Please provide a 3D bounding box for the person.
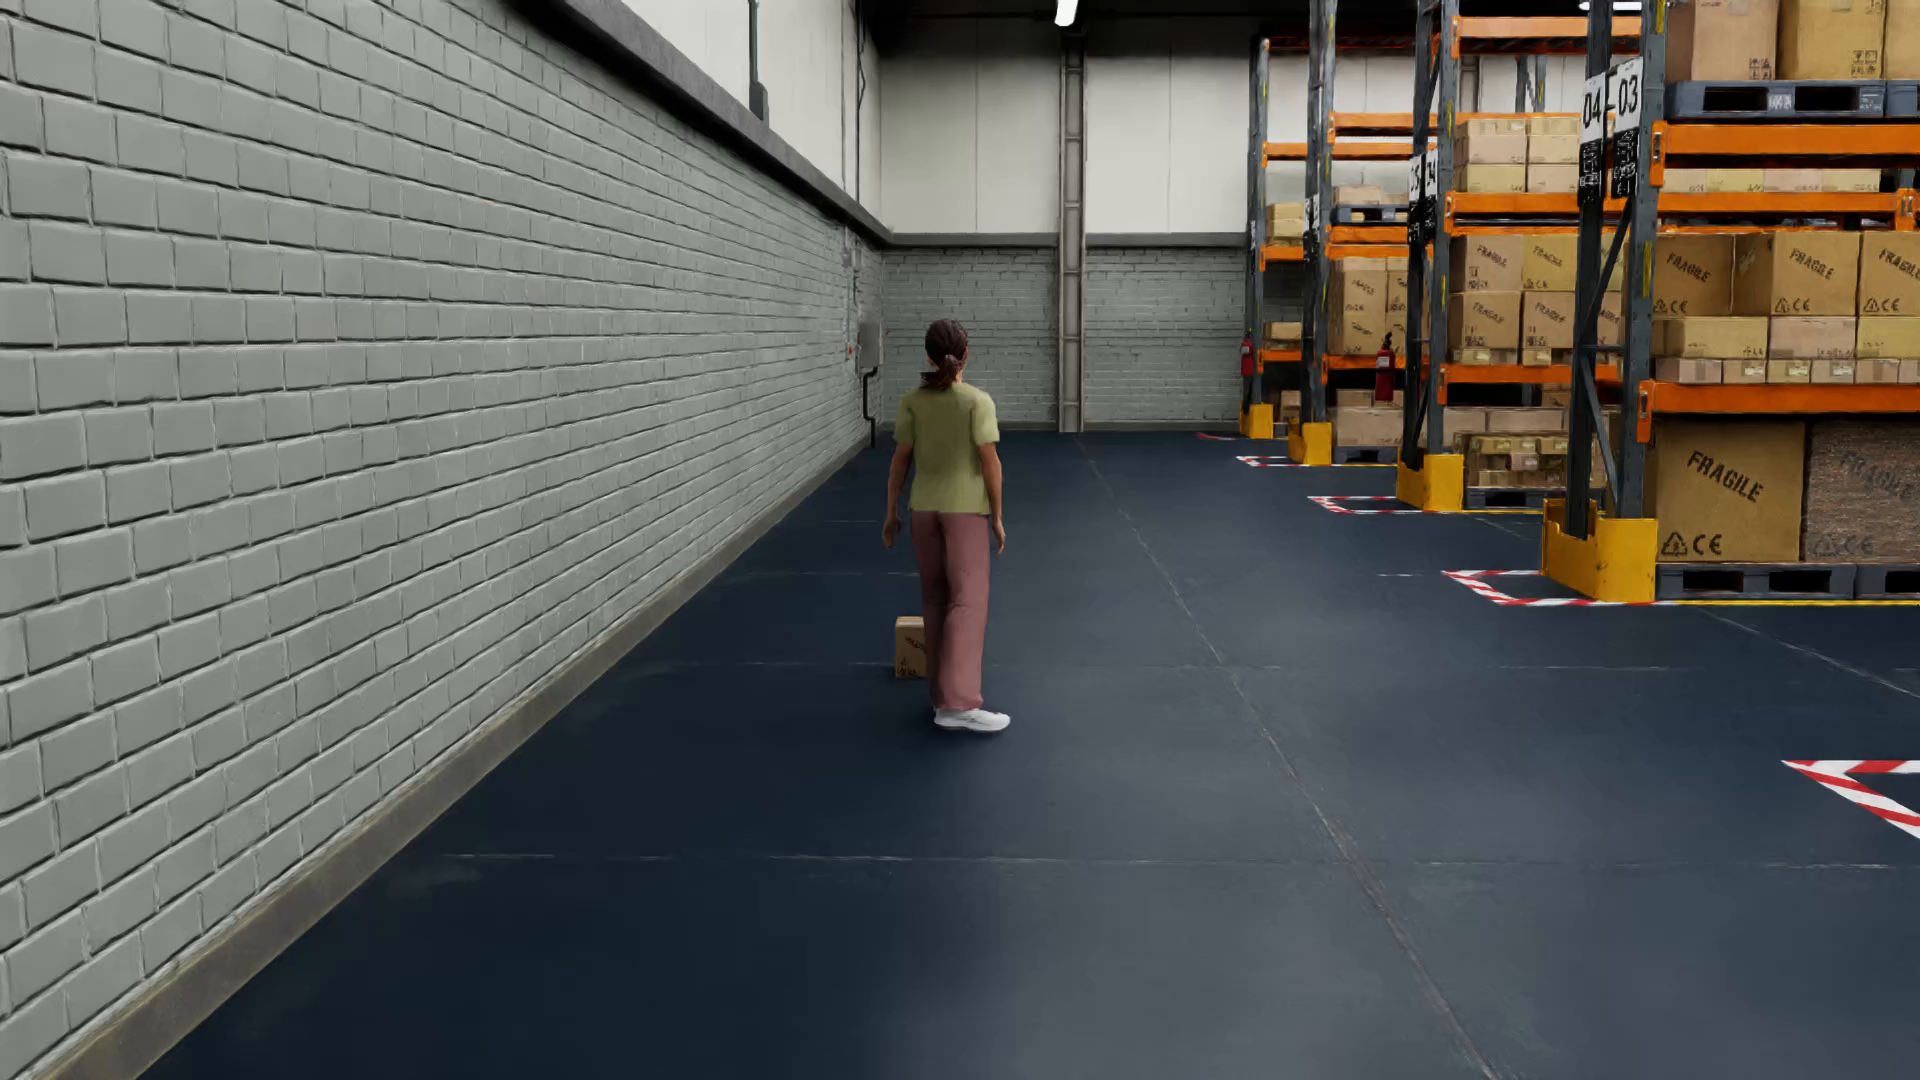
[{"bbox_3d":[-0.043,0.058,6.857,0.630,1.414,0.528,3,8,24],"label":"person"}]
